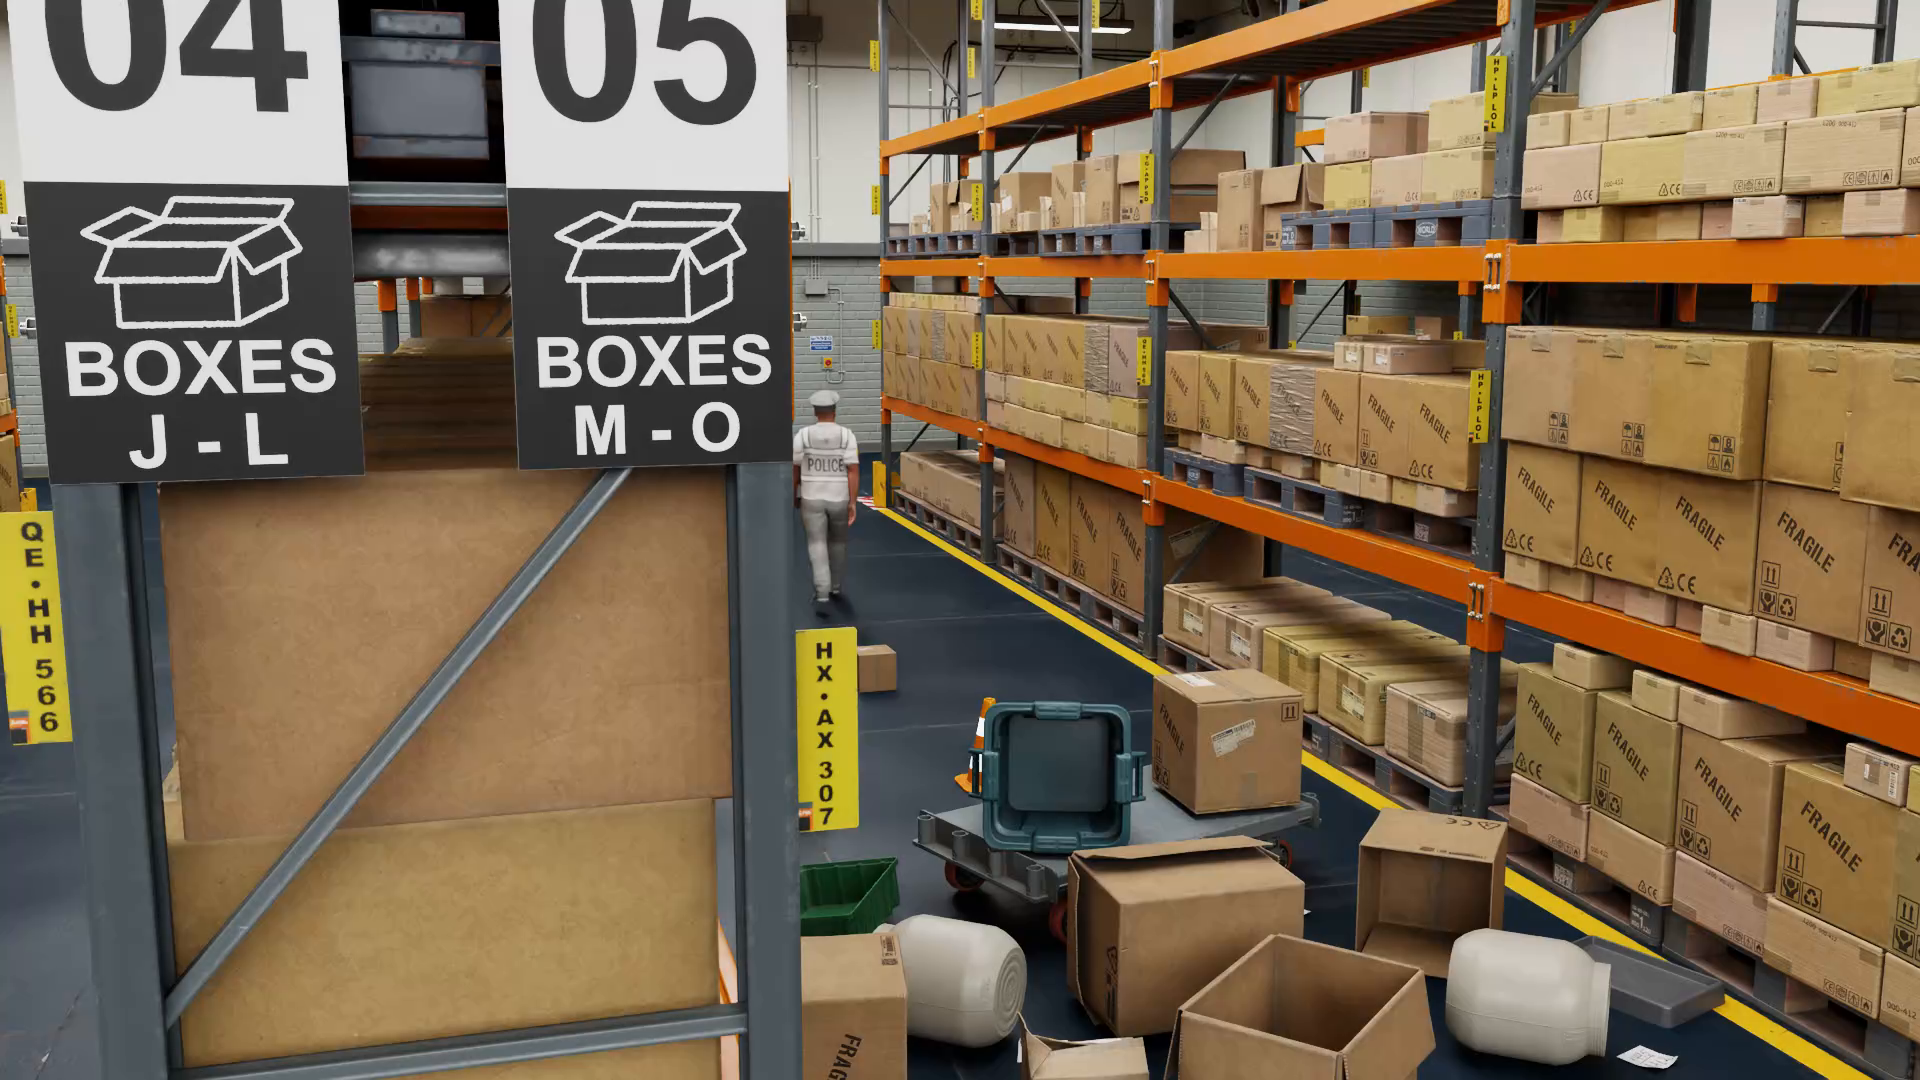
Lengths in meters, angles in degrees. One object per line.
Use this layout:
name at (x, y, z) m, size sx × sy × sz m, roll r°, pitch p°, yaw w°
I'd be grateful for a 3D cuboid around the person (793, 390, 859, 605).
person at (-1.102, -0.360, 13.485) m, size 0.537 × 1.718 × 1.068 m, roll -2°, pitch 9°, yaw -11°
